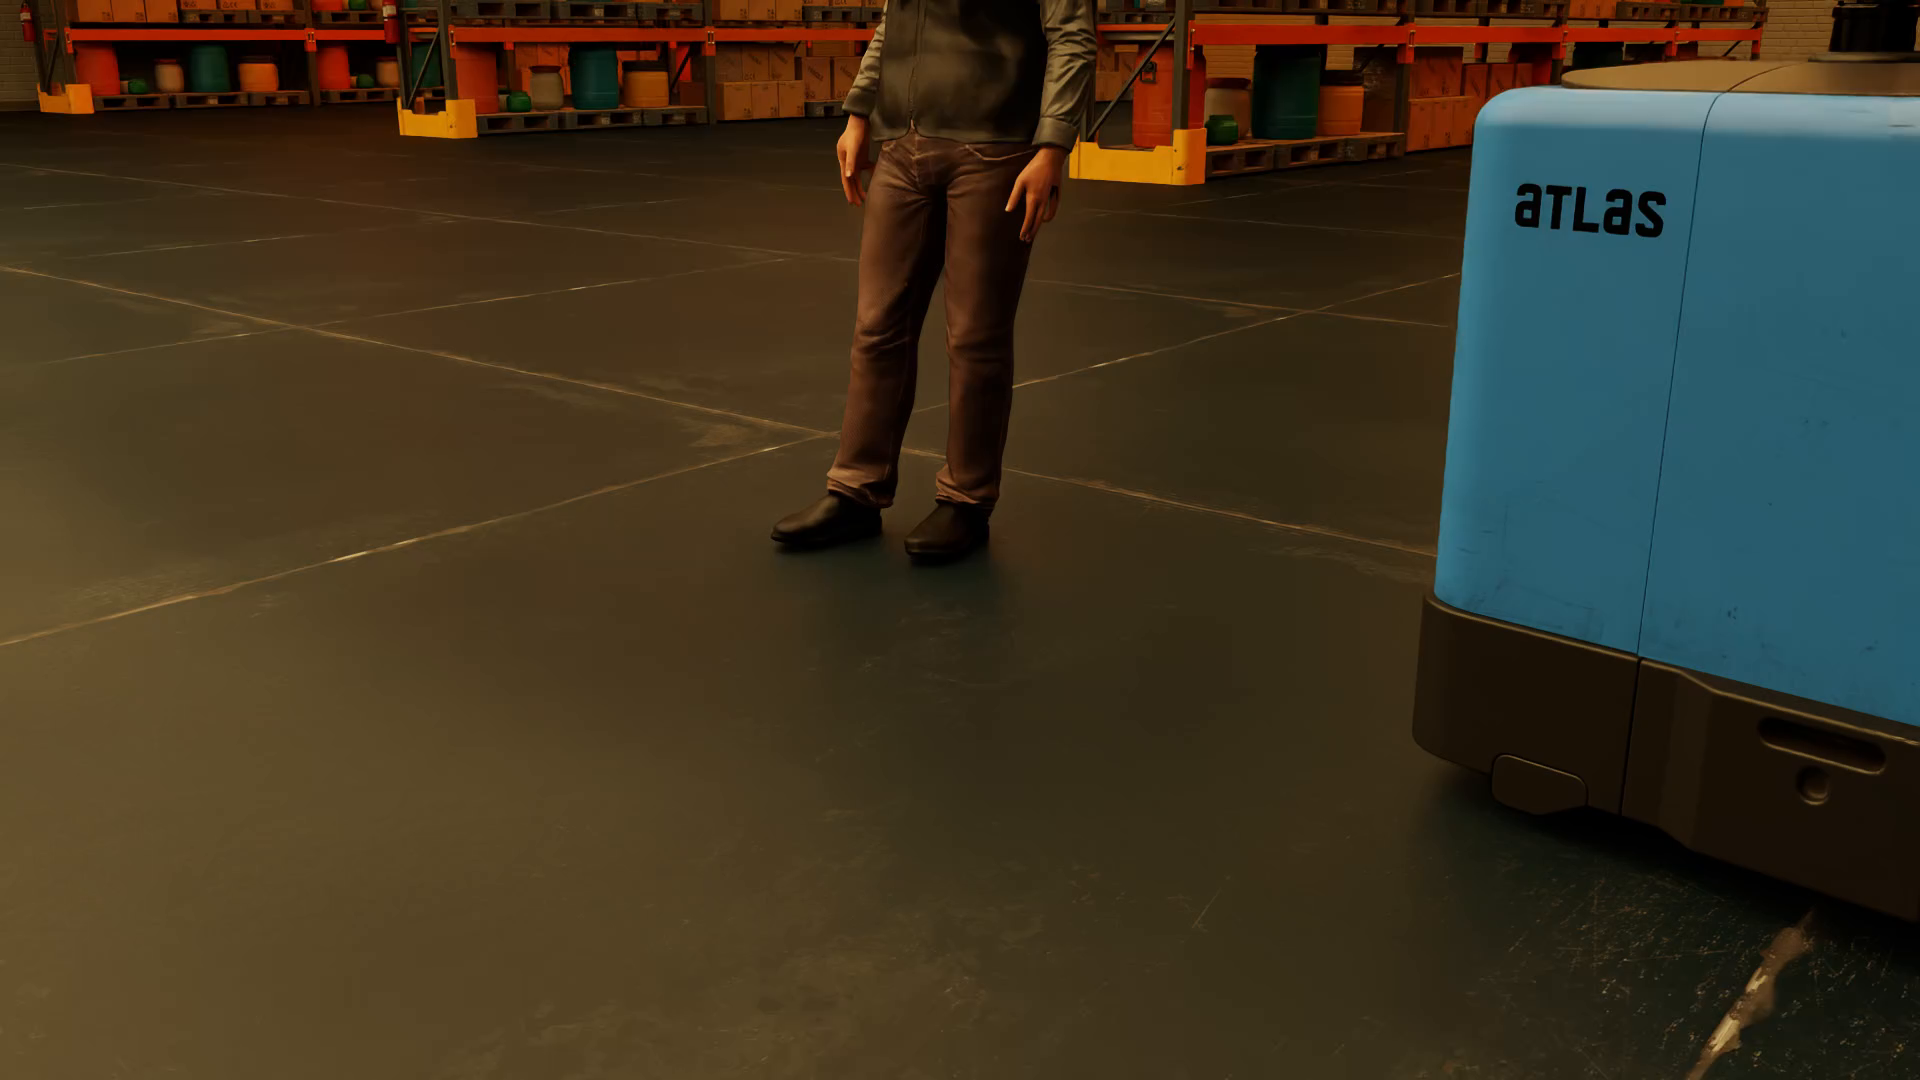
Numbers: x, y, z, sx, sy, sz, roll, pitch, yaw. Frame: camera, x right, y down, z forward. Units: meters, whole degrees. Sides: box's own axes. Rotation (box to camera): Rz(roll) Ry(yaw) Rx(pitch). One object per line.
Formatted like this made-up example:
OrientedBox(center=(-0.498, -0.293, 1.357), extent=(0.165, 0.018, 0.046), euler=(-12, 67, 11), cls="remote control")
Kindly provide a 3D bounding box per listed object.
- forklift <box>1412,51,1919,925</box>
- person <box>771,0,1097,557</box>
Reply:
OrientedBox(center=(2.124, -0.814, 1.577), extent=(3.031, 2.935, 1.130), euler=(16, 23, 42), cls="forklift")
OrientedBox(center=(-0.045, -0.780, 3.660), extent=(0.633, 1.641, 0.568), euler=(13, 21, 37), cls="person")
